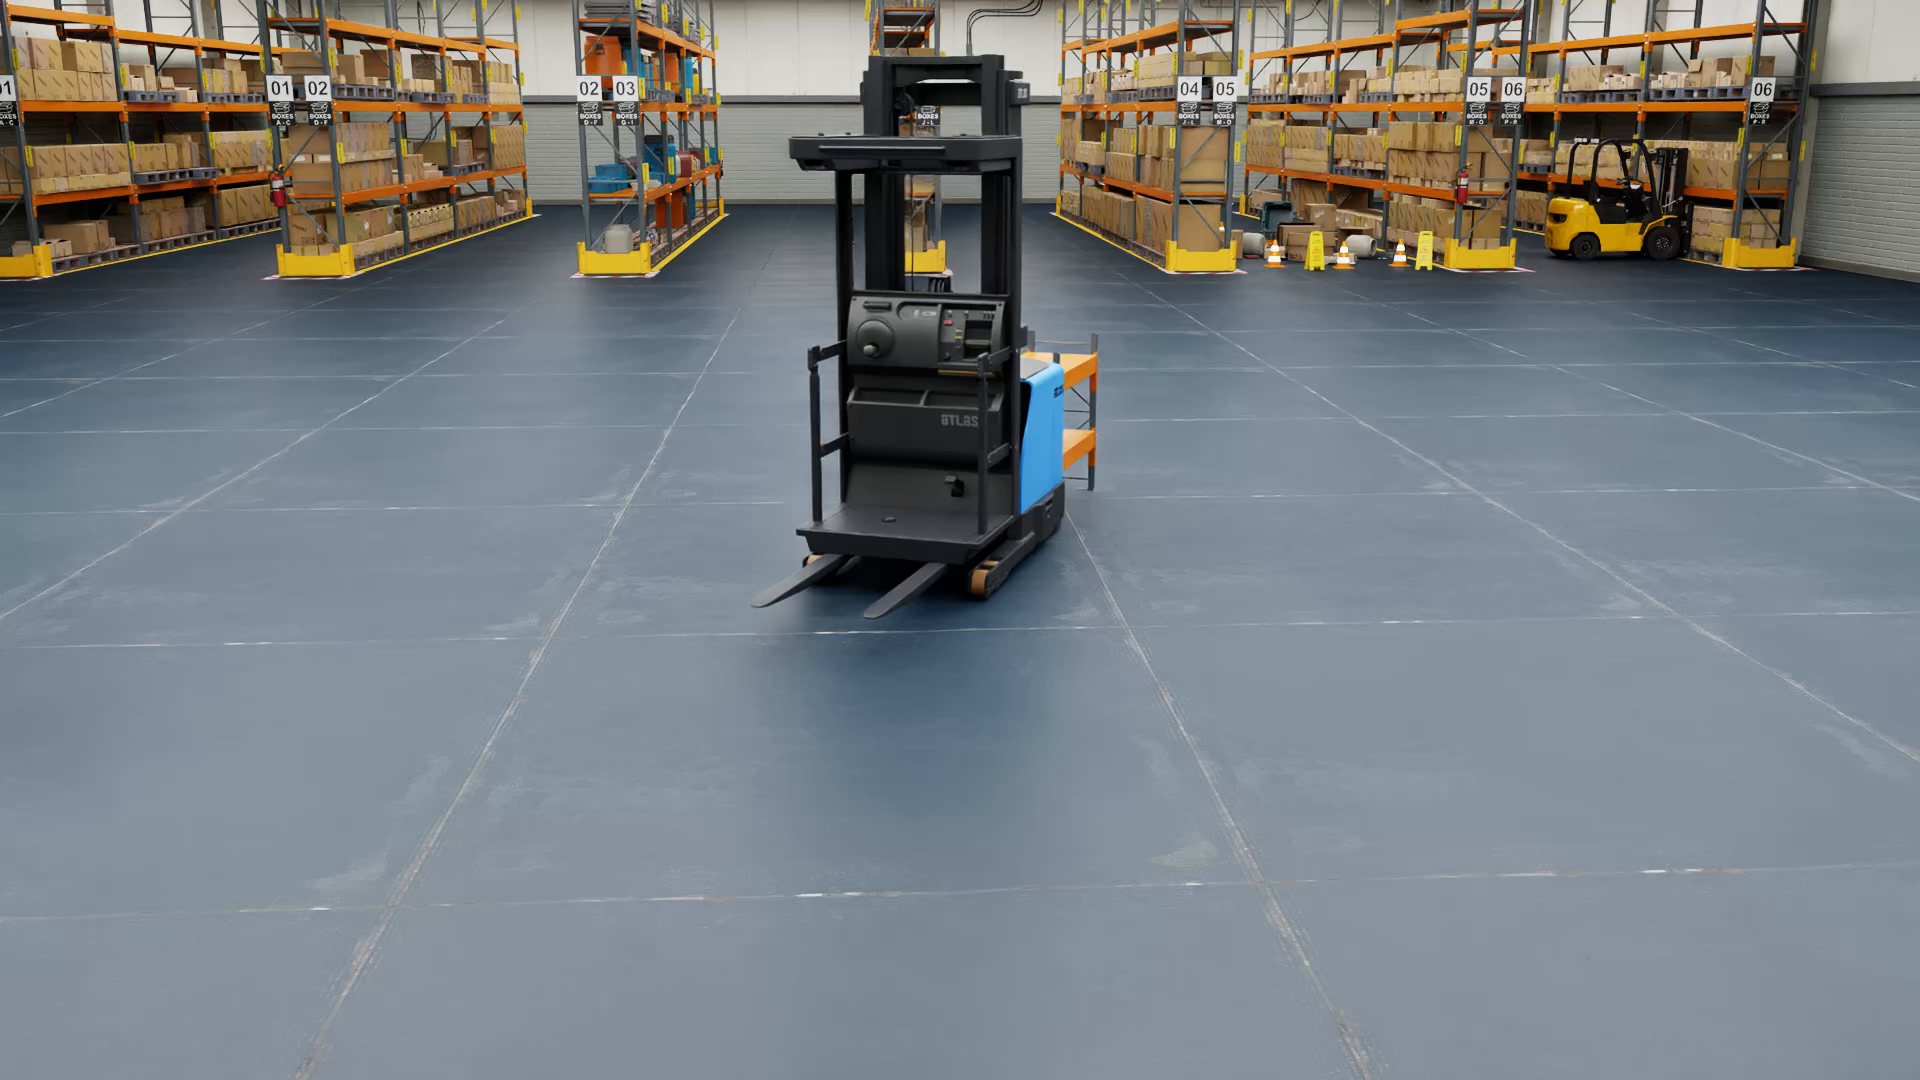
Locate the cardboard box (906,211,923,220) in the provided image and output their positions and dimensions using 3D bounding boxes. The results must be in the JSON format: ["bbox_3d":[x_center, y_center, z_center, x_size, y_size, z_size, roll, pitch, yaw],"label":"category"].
[{"bbox_3d":[-1.098,-6.187,32.688,0.700,0.500,0.500,-2,15,-8],"label":"cardboard box"}]

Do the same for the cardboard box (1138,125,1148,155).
[{"bbox_3d":[3.864,-7.586,31.524,0.875,0.550,0.550,-1,14,-3],"label":"cardboard box"}]

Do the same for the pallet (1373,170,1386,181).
[{"bbox_3d":[8.907,-7.284,33.202,1.003,0.211,1.213,-1,14,-3],"label":"pallet"}]

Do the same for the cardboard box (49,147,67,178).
[{"bbox_3d":[-15.416,-6.354,27.959,0.500,0.500,0.500,-1,14,-3],"label":"cardboard box"}]

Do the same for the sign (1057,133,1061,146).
[{"bbox_3d":[2.590,-10.478,43.495,0.100,0.325,0.005,-1,14,-3],"label":"sign"}]

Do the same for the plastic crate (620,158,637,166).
[{"bbox_3d":[-6.360,-7.102,31.981,0.402,0.464,0.583,-1,14,-3],"label":"plastic crate"}]

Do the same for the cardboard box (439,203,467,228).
[{"bbox_3d":[-10.960,-6.995,35.826,0.500,0.500,0.500,0,14,-1],"label":"cardboard box"}]

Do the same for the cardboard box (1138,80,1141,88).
[{"bbox_3d":[3.558,-8.570,31.257,0.380,0.149,0.250,-1,14,-4],"label":"cardboard box"}]

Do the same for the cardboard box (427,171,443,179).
[{"bbox_3d":[-10.885,-7.533,34.290,0.380,0.149,0.250,-1,14,-3],"label":"cardboard box"}]

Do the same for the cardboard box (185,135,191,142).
[{"bbox_3d":[-16.110,-8.287,34.331,0.380,0.149,0.250,-3,15,-11],"label":"cardboard box"}]

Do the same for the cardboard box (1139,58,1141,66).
[{"bbox_3d":[3.558,-8.956,31.157,0.380,0.149,0.250,-1,14,-3],"label":"cardboard box"}]

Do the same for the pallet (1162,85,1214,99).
[{"bbox_3d":[4.067,-7.682,28.523,1.003,0.211,1.213,-1,14,-3],"label":"pallet"}]

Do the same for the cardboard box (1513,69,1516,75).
[{"bbox_3d":[13.355,-11.104,39.677,0.396,0.266,0.258,-1,14,-4],"label":"cardboard box"}]

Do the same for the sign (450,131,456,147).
[{"bbox_3d":[-10.663,-8.445,35.004,0.100,0.325,0.005,-1,14,-3],"label":"sign"}]

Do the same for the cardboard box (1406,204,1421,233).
[{"bbox_3d":[8.652,-6.007,31.023,0.500,0.500,0.500,0,14,-1],"label":"cardboard box"}]

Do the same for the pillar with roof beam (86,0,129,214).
[{"bbox_3d":[-12.647,-10.432,33.013,9.100,9.000,0.400,-1,14,-3],"label":"pillar with roof beam"}]

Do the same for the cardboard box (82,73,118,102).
[{"bbox_3d":[-15.635,-8.191,30.080,0.500,0.500,0.500,0,14,-2],"label":"cardboard box"}]

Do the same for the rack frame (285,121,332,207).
[{"bbox_3d":[-16.657,-9.787,42.544,1.000,3.000,0.127,-1,14,-3],"label":"rack frame"}]

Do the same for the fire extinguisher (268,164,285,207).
[{"bbox_3d":[-11.178,-5.811,27.247,0.296,0.674,0.183,-1,14,-3],"label":"fire extinguisher"}]

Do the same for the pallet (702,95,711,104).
[{"bbox_3d":[-6.375,-10.113,38.170,1.213,0.211,1.003,-1,14,-3],"label":"pallet"}]

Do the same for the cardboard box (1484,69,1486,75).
[{"bbox_3d":[9.207,-8.061,28.721,0.380,0.149,0.250,-1,14,-4],"label":"cardboard box"}]

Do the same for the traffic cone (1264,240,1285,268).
[{"bbox_3d":[5.507,-5.014,29.084,0.336,0.463,0.334,-1,14,-3],"label":"traffic cone"}]

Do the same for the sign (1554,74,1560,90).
[{"bbox_3d":[12.974,-9.952,36.130,0.100,0.325,0.005,-1,14,-3],"label":"sign"}]

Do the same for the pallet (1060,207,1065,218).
[{"bbox_3d":[3.151,-8.496,43.122,1.003,0.211,1.213,-1,14,-3],"label":"pallet"}]

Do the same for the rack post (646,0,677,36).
[{"bbox_3d":[-6.233,-10.446,32.665,1.013,1.000,3.121,-1,14,-3],"label":"rack post"}]

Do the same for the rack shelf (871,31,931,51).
[{"bbox_3d":[-1.206,-9.892,33.161,1.077,0.370,4.000,-1,14,-3],"label":"rack shelf"}]

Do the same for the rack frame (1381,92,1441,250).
[{"bbox_3d":[8.809,-7.185,32.431,1.000,3.000,0.127,-1,14,-3],"label":"rack frame"}]

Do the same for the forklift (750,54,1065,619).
[{"bbox_3d":[-0.263,-1.206,9.330,1.130,2.935,3.031,5,15,18],"label":"forklift"}]

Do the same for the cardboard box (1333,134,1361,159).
[{"bbox_3d":[8.358,-8.460,35.746,0.500,0.500,0.500,-1,14,-5],"label":"cardboard box"}]

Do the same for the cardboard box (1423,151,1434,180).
[{"bbox_3d":[8.695,-6.762,29.991,0.500,0.500,0.500,-1,14,-4],"label":"cardboard box"}]

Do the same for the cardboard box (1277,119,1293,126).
[{"bbox_3d":[8.030,-10.285,40.971,0.380,0.149,0.250,-1,14,-4],"label":"cardboard box"}]

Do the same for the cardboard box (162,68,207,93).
[{"bbox_3d":[-16.248,-9.629,34.826,0.700,0.500,0.500,-2,15,-8],"label":"cardboard box"}]

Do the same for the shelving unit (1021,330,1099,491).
[{"bbox_3d":[0.566,-0.802,11.386,0.538,1.125,1.048,5,15,18],"label":"shelving unit"}]

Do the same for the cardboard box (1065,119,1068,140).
[{"bbox_3d":[2.942,-10.373,42.020,0.500,0.500,0.500,-1,14,-5],"label":"cardboard box"}]

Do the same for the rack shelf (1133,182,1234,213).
[{"bbox_3d":[3.999,-6.237,30.193,1.077,0.370,4.000,-1,14,-3],"label":"rack shelf"}]

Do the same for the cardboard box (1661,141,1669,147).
[{"bbox_3d":[13.531,-7.492,31.528,0.380,0.149,0.250,-1,14,-2],"label":"cardboard box"}]

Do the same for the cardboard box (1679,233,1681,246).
[{"bbox_3d":[13.569,-5.628,31.057,0.500,0.250,0.500,0,14,-2],"label":"cardboard box"}]

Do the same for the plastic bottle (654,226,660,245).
[{"bbox_3d":[-5.686,-5.682,31.024,0.144,0.351,0.185,-2,15,-6],"label":"plastic bottle"}]

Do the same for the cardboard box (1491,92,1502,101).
[{"bbox_3d":[9.361,-7.608,28.562,0.380,0.149,0.250,-1,14,-3],"label":"cardboard box"}]

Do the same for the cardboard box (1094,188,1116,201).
[{"bbox_3d":[3.281,-7.725,37.201,0.500,0.250,0.500,-1,14,-3],"label":"cardboard box"}]

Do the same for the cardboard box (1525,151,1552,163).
[{"bbox_3d":[13.127,-8.645,37.565,0.500,0.250,0.500,-2,15,-6],"label":"cardboard box"}]

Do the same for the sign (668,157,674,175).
[{"bbox_3d":[-5.475,-7.095,31.527,0.100,0.325,0.005,-1,14,-3],"label":"sign"}]

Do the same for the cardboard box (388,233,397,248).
[{"bbox_3d":[-10.701,-5.515,30.617,0.500,0.250,0.500,-1,14,-3],"label":"cardboard box"}]

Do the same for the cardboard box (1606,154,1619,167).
[{"bbox_3d":[13.439,-7.678,33.645,0.500,0.250,0.500,-1,14,-5],"label":"cardboard box"}]

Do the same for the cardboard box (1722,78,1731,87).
[{"bbox_3d":[13.657,-8.052,29.241,0.380,0.149,0.250,-1,14,-5],"label":"cardboard box"}]

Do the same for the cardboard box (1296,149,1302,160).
[{"bbox_3d":[8.125,-8.975,38.686,0.500,0.250,0.500,-1,14,-3],"label":"cardboard box"}]

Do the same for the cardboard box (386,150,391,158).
[{"bbox_3d":[-10.725,-7.116,30.663,0.380,0.149,0.250,-1,14,-5],"label":"cardboard box"}]

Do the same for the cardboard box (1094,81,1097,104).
[{"bbox_3d":[3.267,-9.966,37.019,0.500,0.500,0.500,-1,14,-3],"label":"cardboard box"}]

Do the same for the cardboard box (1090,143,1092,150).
[{"bbox_3d":[3.090,-8.757,37.007,0.380,0.149,0.250,0,14,-2],"label":"cardboard box"}]

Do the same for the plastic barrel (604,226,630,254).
[{"bbox_3d":[-5.894,-5.122,28.562,0.421,0.512,0.421,0,14,0],"label":"plastic barrel"}]

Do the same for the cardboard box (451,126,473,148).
[{"bbox_3d":[-11.754,-9.524,39.314,0.500,0.500,0.500,-1,14,-3],"label":"cardboard box"}]

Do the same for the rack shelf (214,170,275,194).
[{"bbox_3d":[-16.285,-7.946,36.834,1.077,0.370,4.000,-1,14,-3],"label":"rack shelf"}]

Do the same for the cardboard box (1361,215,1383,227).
[{"bbox_3d":[8.726,-6.425,33.907,0.950,0.372,0.625,0,14,0],"label":"cardboard box"}]

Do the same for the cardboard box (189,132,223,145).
[{"bbox_3d":[-15.933,-8.487,35.148,0.500,0.250,0.500,-1,14,-2],"label":"cardboard box"}]
